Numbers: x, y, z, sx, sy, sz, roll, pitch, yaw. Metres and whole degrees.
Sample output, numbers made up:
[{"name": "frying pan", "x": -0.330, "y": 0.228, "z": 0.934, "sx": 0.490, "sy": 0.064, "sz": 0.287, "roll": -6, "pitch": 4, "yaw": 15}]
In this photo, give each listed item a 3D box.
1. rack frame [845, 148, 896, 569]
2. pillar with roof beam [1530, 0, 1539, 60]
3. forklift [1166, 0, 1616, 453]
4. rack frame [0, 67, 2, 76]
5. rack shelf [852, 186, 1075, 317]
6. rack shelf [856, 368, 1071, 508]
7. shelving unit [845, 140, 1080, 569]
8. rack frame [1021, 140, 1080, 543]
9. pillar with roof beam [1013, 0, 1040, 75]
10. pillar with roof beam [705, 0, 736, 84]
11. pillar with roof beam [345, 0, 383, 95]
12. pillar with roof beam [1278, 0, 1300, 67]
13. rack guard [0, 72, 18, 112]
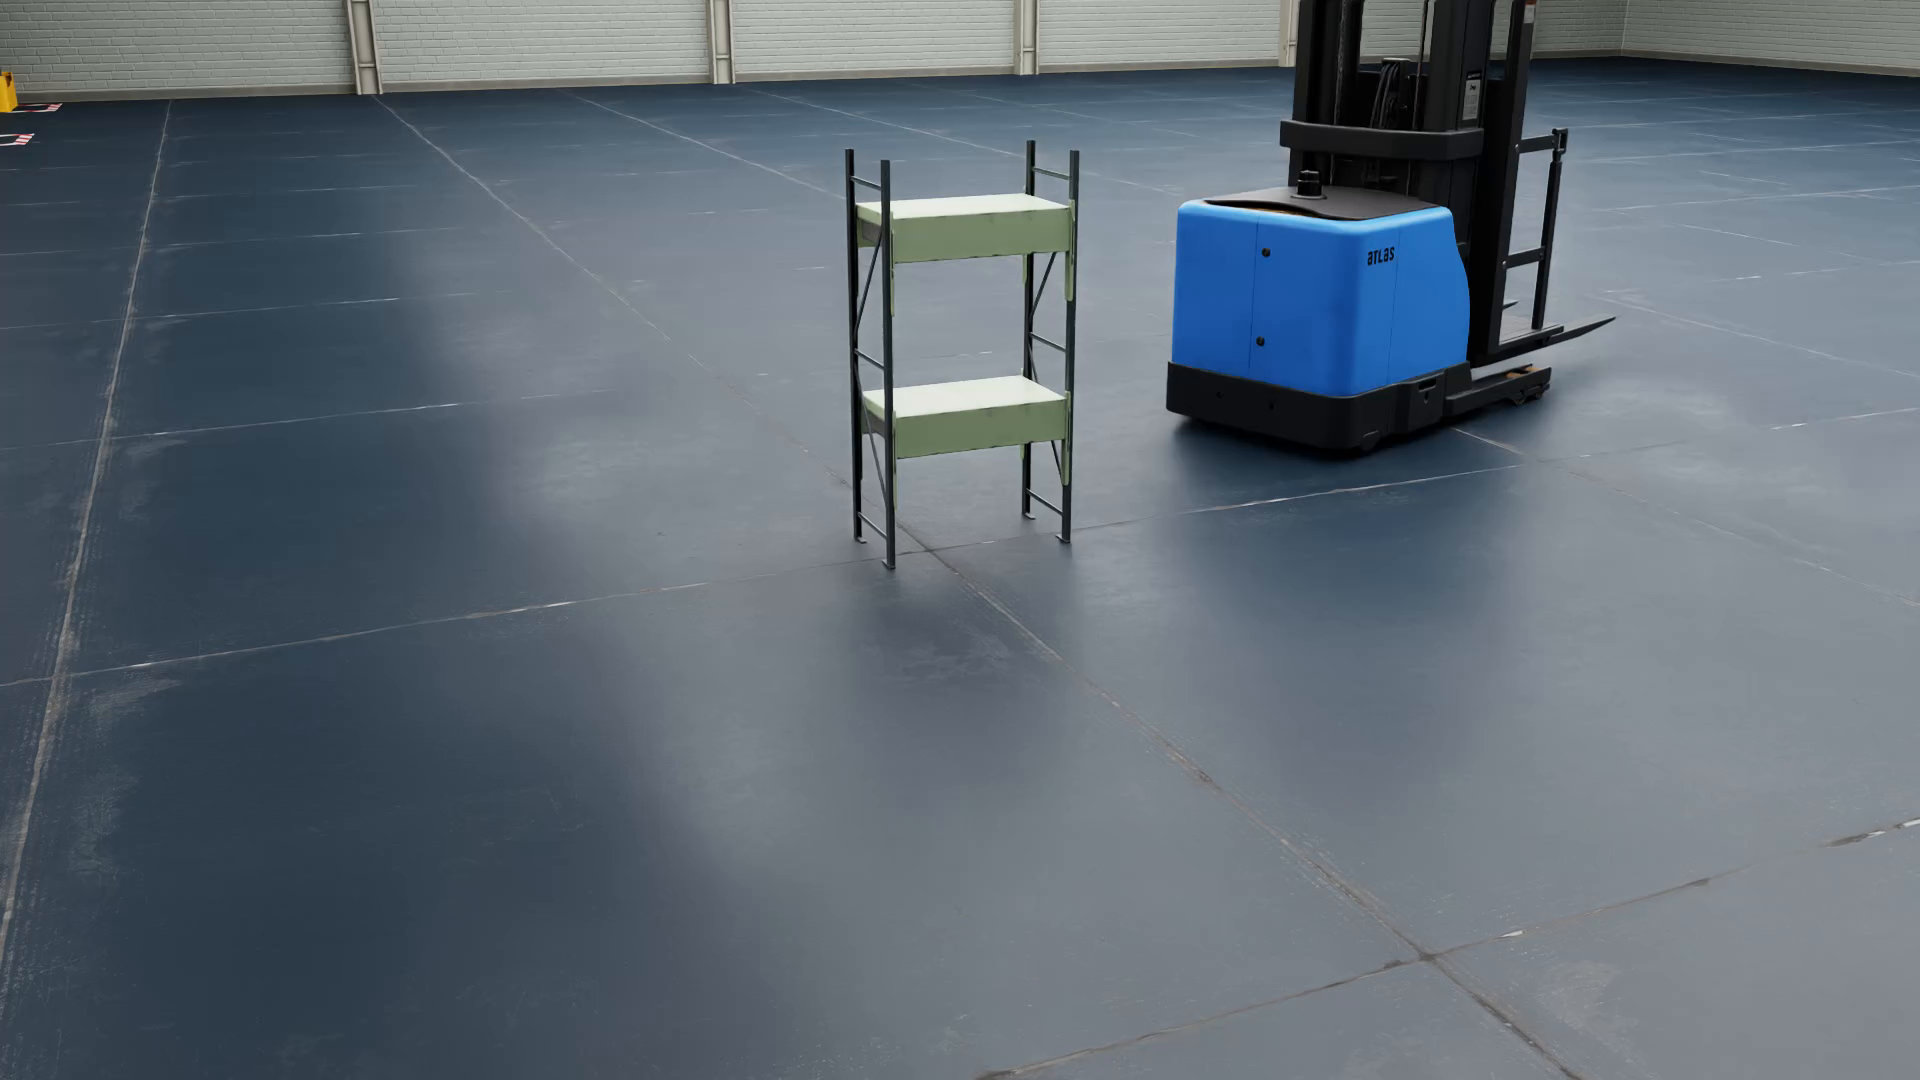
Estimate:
[{"name": "rack frame", "x": -0.330, "y": -0.660, "z": 6.139, "sx": 0.023, "sy": 1.500, "sz": 0.400, "roll": -8, "pitch": 21, "yaw": -22}, {"name": "pillar with roof beam", "x": 13.991, "y": -13.462, "z": 31.206, "sx": 0.400, "sy": 9.000, "sz": 9.100, "roll": -8, "pitch": 21, "yaw": -22}, {"name": "forklift", "x": 2.418, "y": -2.179, "z": 8.298, "sx": 3.031, "sy": 2.935, "sz": 1.130, "roll": -18, "pitch": 26, "yaw": -41}, {"name": "rack frame", "x": -14.264, "y": -7.815, "z": 24.202, "sx": 0.127, "sy": 3.000, "sz": 1.000, "roll": -8, "pitch": 21, "yaw": -22}, {"name": "rack shelf", "x": 0.006, "y": -1.076, "z": 6.146, "sx": 0.720, "sy": 0.370, "sz": 0.431, "roll": -8, "pitch": 21, "yaw": -22}, {"name": "rack shelf", "x": 0.006, "y": -0.401, "z": 6.384, "sx": 0.720, "sy": 0.370, "sz": 0.431, "roll": -8, "pitch": 21, "yaw": -22}, {"name": "shelving unit", "x": 0.006, "y": -0.708, "z": 6.275, "sx": 0.755, "sy": 1.500, "sz": 0.431, "roll": -8, "pitch": 21, "yaw": -22}, {"name": "rack frame", "x": 0.342, "y": -0.756, "z": 6.412, "sx": 0.023, "sy": 1.500, "sz": 0.400, "roll": -8, "pitch": 21, "yaw": -22}, {"name": "pillar with roof beam", "x": 2.972, "y": -11.883, "z": 26.723, "sx": 0.400, "sy": 9.000, "sz": 9.100, "roll": -8, "pitch": 21, "yaw": -22}, {"name": "pillar with roof beam", "x": -2.537, "y": -11.094, "z": 24.481, "sx": 0.400, "sy": 9.000, "sz": 9.100, "roll": -8, "pitch": 21, "yaw": -22}, {"name": "pillar with roof beam", "x": -8.046, "y": -10.305, "z": 22.239, "sx": 0.400, "sy": 9.000, "sz": 9.100, "roll": -8, "pitch": 21, "yaw": -22}, {"name": "pillar with roof beam", "x": 8.481, "y": -12.673, "z": 28.964, "sx": 0.400, "sy": 9.000, "sz": 9.100, "roll": -8, "pitch": 21, "yaw": -22}, {"name": "rack guard", "x": -14.242, "y": -6.639, "z": 24.626, "sx": 0.348, "sy": 0.500, "sz": 1.175, "roll": -8, "pitch": 21, "yaw": -22}]
